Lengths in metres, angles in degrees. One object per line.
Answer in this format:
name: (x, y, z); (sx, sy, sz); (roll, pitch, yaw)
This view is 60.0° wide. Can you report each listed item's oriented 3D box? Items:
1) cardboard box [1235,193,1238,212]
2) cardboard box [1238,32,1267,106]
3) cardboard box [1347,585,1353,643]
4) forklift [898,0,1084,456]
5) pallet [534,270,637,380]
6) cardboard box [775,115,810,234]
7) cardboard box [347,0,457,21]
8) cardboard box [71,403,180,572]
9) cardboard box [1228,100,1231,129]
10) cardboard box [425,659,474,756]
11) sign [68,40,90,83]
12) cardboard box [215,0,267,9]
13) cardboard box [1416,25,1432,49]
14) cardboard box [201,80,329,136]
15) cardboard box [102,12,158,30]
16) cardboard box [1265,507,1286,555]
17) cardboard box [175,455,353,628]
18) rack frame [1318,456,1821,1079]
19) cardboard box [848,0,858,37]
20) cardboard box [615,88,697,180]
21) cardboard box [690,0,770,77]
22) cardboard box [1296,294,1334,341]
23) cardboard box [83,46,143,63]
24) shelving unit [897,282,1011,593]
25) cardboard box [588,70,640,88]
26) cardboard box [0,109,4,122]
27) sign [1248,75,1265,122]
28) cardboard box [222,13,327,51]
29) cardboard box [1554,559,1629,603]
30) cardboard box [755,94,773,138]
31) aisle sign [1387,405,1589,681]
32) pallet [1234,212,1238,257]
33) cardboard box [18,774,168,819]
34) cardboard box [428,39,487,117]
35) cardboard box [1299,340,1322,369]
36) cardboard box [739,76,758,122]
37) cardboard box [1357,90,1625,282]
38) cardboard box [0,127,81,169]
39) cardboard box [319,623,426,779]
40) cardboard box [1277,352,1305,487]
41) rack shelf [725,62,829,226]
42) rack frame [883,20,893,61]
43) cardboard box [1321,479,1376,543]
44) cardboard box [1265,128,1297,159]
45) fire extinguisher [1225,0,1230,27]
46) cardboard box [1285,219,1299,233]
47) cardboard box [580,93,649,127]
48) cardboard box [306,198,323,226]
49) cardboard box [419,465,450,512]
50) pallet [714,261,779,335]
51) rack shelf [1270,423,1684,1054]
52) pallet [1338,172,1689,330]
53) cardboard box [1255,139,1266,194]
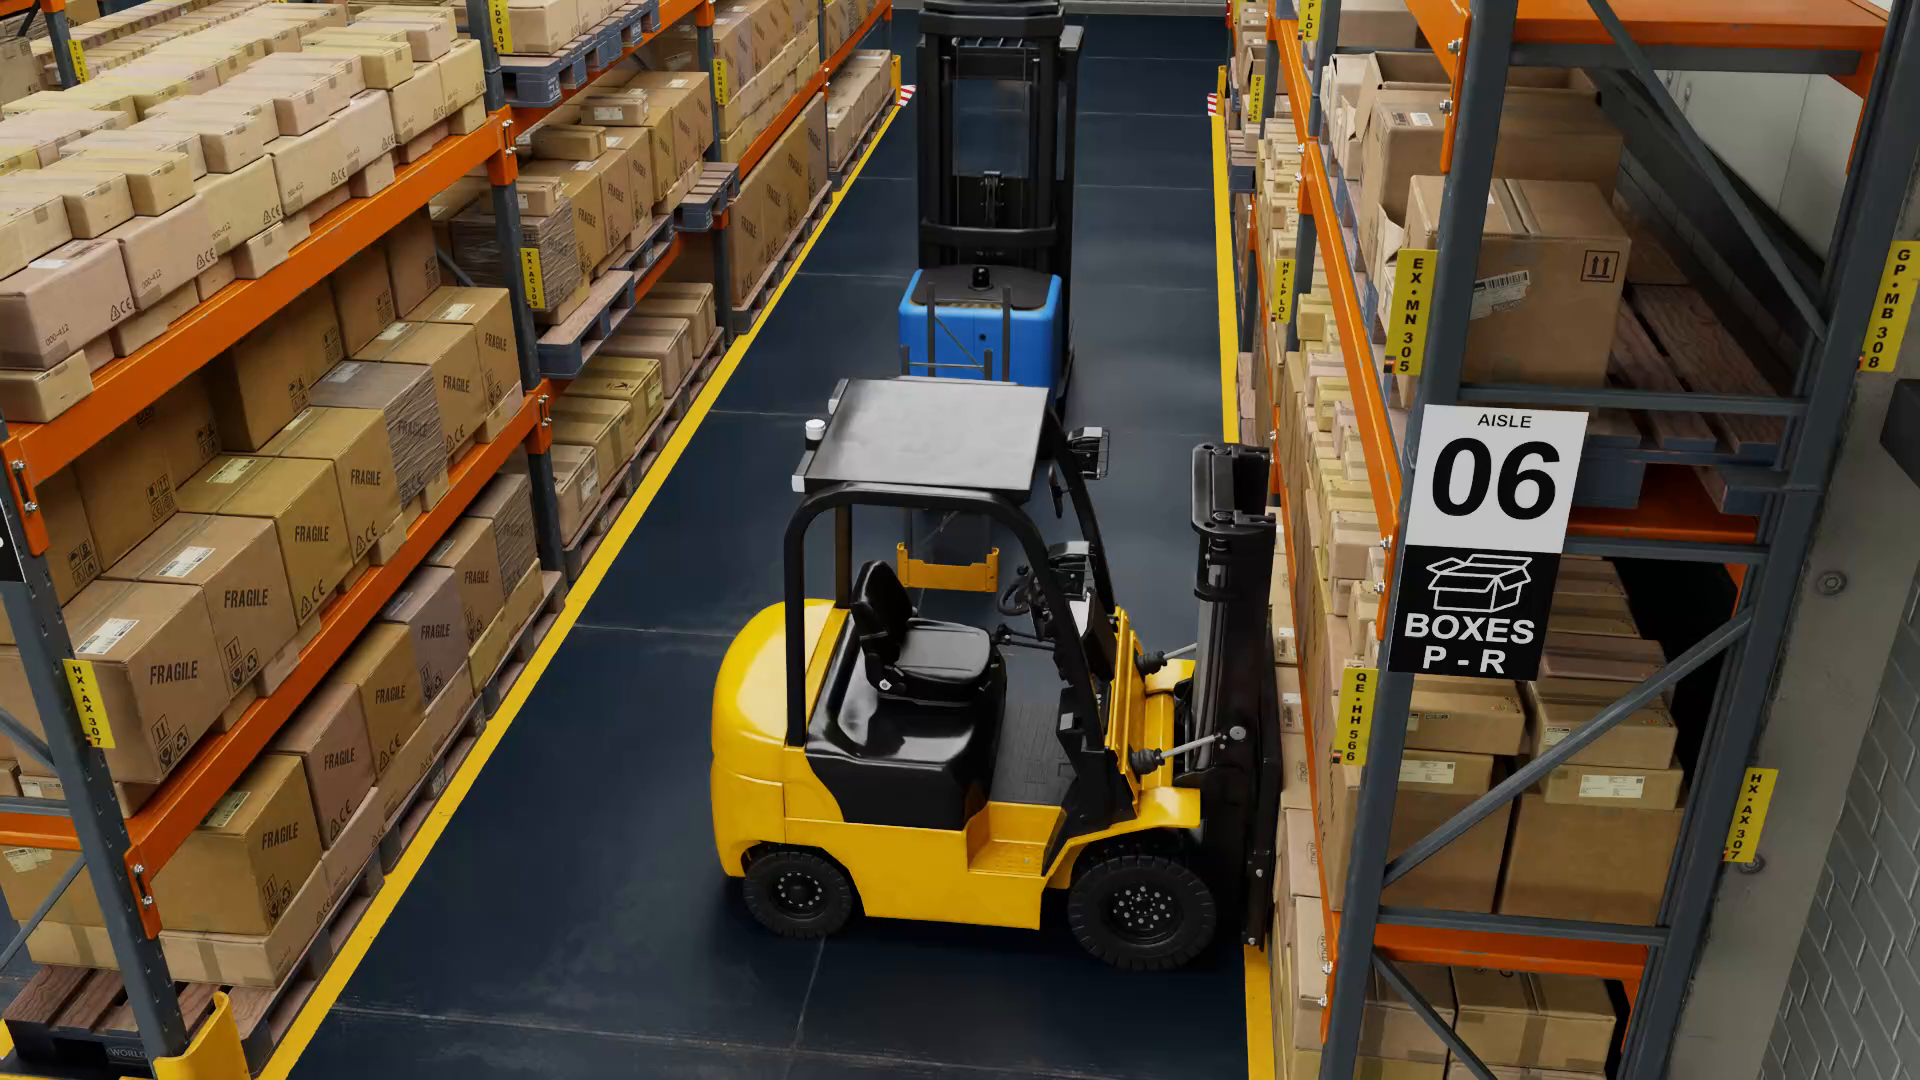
cardboard box: (2.841, -3.366, 15.529); (0.500, 0.500, 0.500); (5, 29, 8)
cardboard box: (2.683, -3.898, 13.774); (0.700, 0.500, 0.500); (3, 28, 6)
cardboard box: (1.554, 0.286, 5.767); (0.380, 0.149, 0.250); (3, 28, 6)
forklift: (0.280, -2.524, 11.844); (1.130, 2.935, 3.031); (3, 29, 6)
pallet: (-2.545, -1.284, 9.674); (1.003, 0.211, 1.213); (3, 28, 6)
cardboard box: (-1.902, -3.311, 15.030); (0.875, 0.875, 0.875); (4, 29, 8)
cardboard box: (-2.855, -2.740, 8.727); (0.500, 0.250, 0.500); (3, 28, 5)
cardboard box: (-3.358, -0.241, 6.061); (0.700, 0.500, 0.500); (4, 29, 7)
cardboard box: (3.302, -4.781, 18.155); (0.700, 0.500, 0.500); (4, 29, 8)
cardboard box: (-2.711, 0.792, 8.073); (0.500, 0.250, 0.500); (4, 29, 7)
sign: (-6.667, -3.620, 12.585); (0.100, 0.325, 0.005); (3, 28, 6)
cardboard box: (-6.649, -4.911, 15.398); (0.380, 0.149, 0.250); (2, 28, 5)
cardboard box: (2.443, -2.558, 8.389); (0.380, 0.149, 0.250); (3, 28, 6)
cardboard box: (-2.700, -1.681, 6.470); (0.380, 0.149, 0.250); (4, 29, 7)
cardboard box: (-7.390, -4.592, 14.806); (0.380, 0.149, 0.250); (4, 29, 8)
cardboard box: (1.773, 0.064, 8.371); (0.500, 0.250, 0.500); (3, 28, 5)
cardboard box: (-2.818, 0.000, 6.669); (0.500, 0.500, 0.500); (3, 28, 5)
rack frame: (1.654, 1.152, 4.949); (1.000, 3.000, 0.127); (3, 28, 6)
cardboard box: (-1.352, -5.503, 17.197); (0.500, 0.500, 0.500); (4, 29, 7)
cardboard box: (-2.125, -2.786, 11.397); (0.500, 0.500, 0.500); (3, 28, 5)
cardboard box: (-1.860, -4.079, 13.500); (0.500, 0.500, 0.500); (4, 29, 8)
cardboard box: (1.810, -1.059, 7.949); (0.380, 0.149, 0.250); (4, 29, 7)
cardboard box: (-6.904, -3.925, 13.567); (0.380, 0.149, 0.250); (3, 28, 6)
shelving unit: (-0.009, -0.624, 9.828); (0.587, 1.500, 1.083); (3, 28, 6)
cardboard box: (-2.578, -3.062, 11.909); (0.500, 0.500, 0.500); (3, 28, 5)
cardboard box: (-7.343, -3.176, 11.823); (0.700, 0.500, 0.500); (3, 28, 5)
sign: (2.094, -3.116, 11.733); (0.100, 0.325, 0.005); (3, 28, 6)
cardboard box: (-3.148, -2.325, 7.665); (0.380, 0.149, 0.250); (4, 29, 8)
cardboard box: (2.036, 0.184, 5.643); (0.380, 0.149, 0.250); (4, 29, 6)
cardboard box: (-1.868, -3.539, 13.815); (0.500, 0.250, 0.500); (4, 29, 8)
aisle sign: (1.354, 0.021, 4.307); (0.394, 0.787, 0.004); (3, 28, 6)
pallet: (3.062, -2.884, 15.380); (1.003, 0.211, 1.213); (3, 28, 6)
cardboard box: (-3.026, 0.828, 5.815); (0.380, 0.149, 0.250); (3, 29, 6)
cardboard box: (-2.570, -2.179, 7.813); (0.500, 0.250, 0.500); (3, 28, 6)
cardboard box: (1.844, -0.926, 8.016); (0.380, 0.149, 0.250); (3, 28, 5)
cardboard box: (-1.921, -3.522, 13.256); (0.500, 0.250, 0.500); (4, 29, 7)
cardboard box: (1.691, -1.140, 5.388); (0.700, 0.500, 0.500); (4, 29, 7)
cardboard box: (-3.323, -1.344, 5.843); (0.380, 0.149, 0.250); (3, 28, 6)
cardboard box: (-2.768, 0.704, 7.446); (0.500, 0.500, 0.500); (4, 29, 7)
cardboard box: (1.830, -0.581, 8.061); (0.500, 0.500, 0.500); (3, 28, 5)
rack shelf: (-2.048, -3.525, 14.389); (1.077, 0.370, 4.000); (3, 28, 6)
rack frame: (-1.313, -6.666, 19.461); (1.000, 3.000, 0.127); (3, 28, 6)
cardboard box: (1.545, -0.096, 6.163); (0.380, 0.149, 0.250); (4, 29, 7)
cardboard box: (2.271, -2.685, 11.281); (0.380, 0.149, 0.250); (4, 29, 7)
fire extinguisher: (3.173, -6.277, 19.214); (0.296, 0.674, 0.183); (3, 28, 6)
cardboard box: (2.056, -1.720, 9.491); (0.380, 0.149, 0.250); (3, 28, 5)
cardboard box: (-2.213, -2.759, 10.663); (0.380, 0.149, 0.250); (2, 28, 4)
cardboard box: (-2.803, -1.339, 6.675); (0.380, 0.149, 0.250); (3, 28, 6)
cardboard box: (-2.641, -0.259, 7.834); (0.380, 0.149, 0.250); (3, 28, 5)
pallet: (-2.121, -2.040, 13.813); (1.003, 0.211, 1.213); (3, 28, 6)
rack shelf: (1.899, 0.527, 6.867); (1.077, 0.370, 4.000); (3, 28, 6)
pallet: (1.913, -1.037, 5.942); (1.003, 0.211, 1.213); (3, 28, 6)
cardboard box: (2.312, -2.575, 11.497); (0.500, 0.250, 0.500); (3, 28, 6)
